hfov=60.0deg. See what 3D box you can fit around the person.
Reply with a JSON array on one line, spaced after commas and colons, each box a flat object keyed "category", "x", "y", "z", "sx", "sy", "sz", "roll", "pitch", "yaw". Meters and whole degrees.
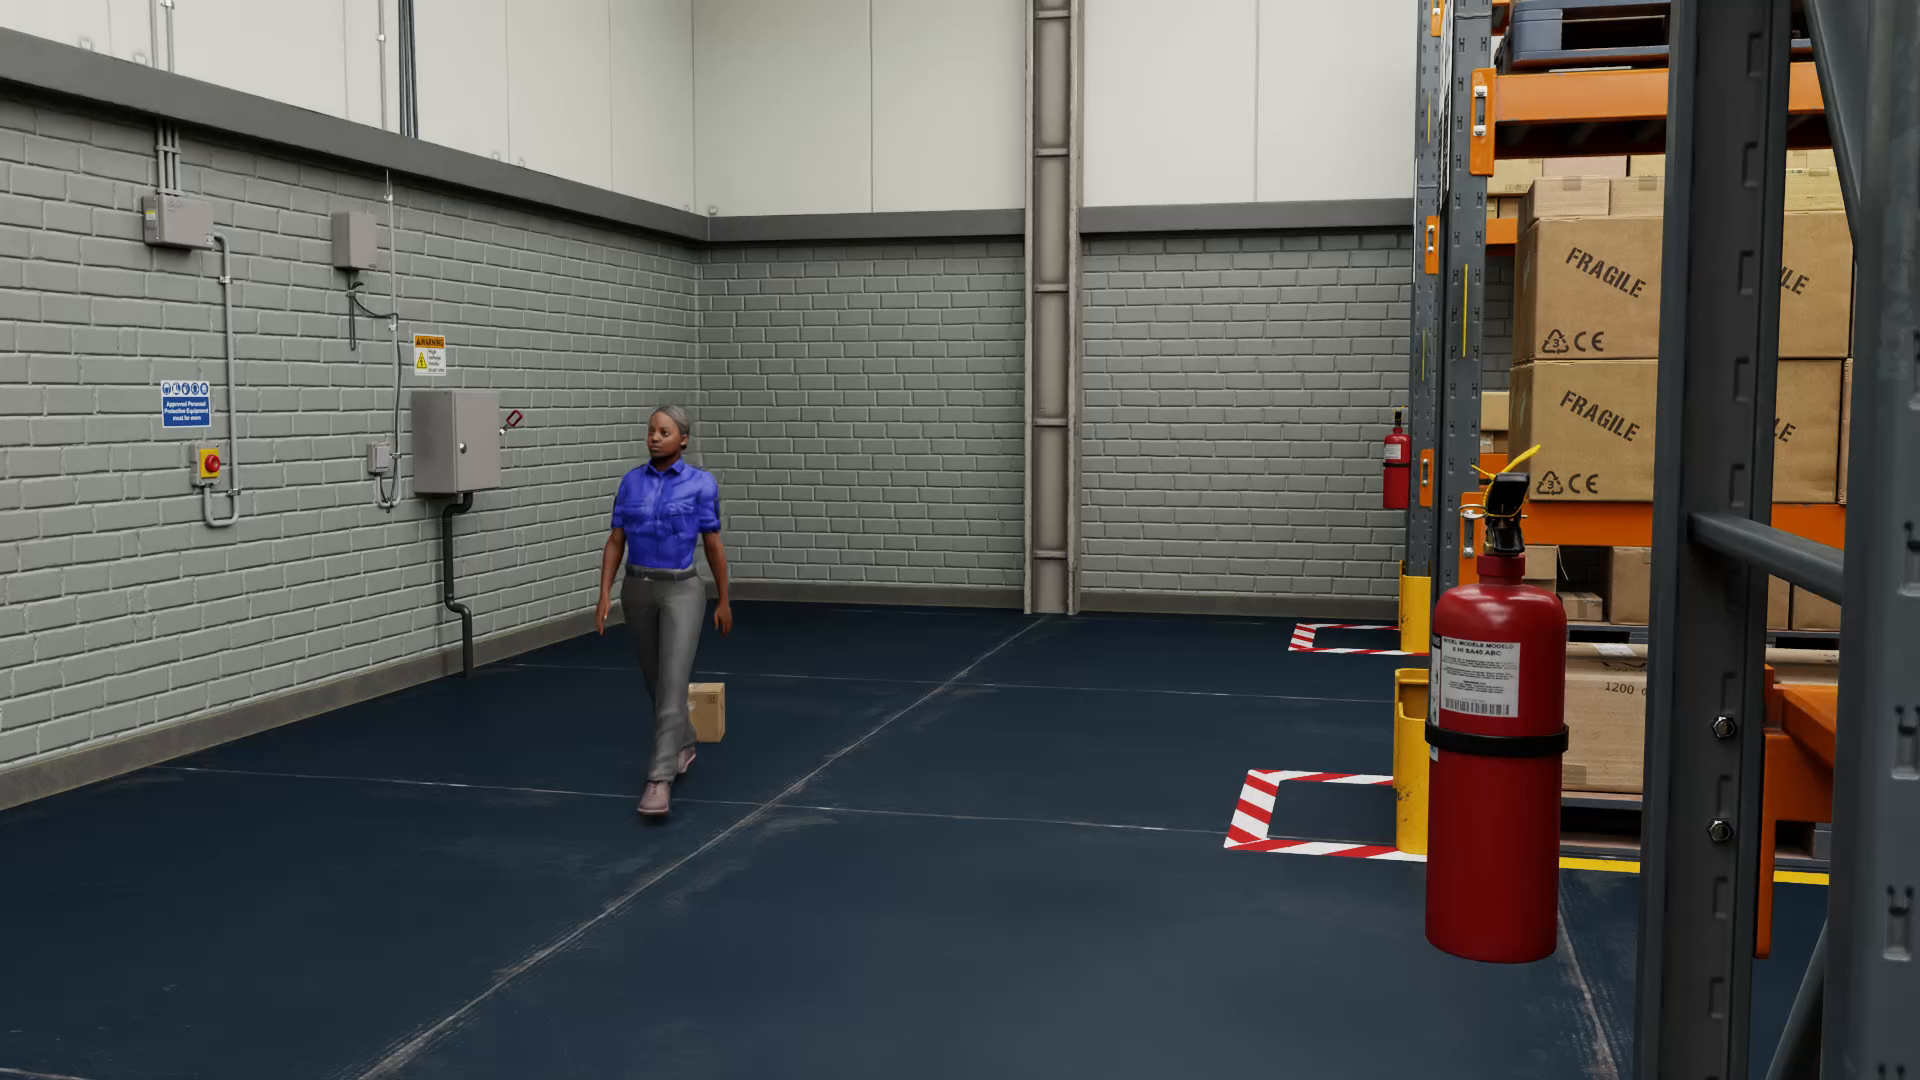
[{"category": "person", "x": -1.253, "y": 0.243, "z": 6.865, "sx": 0.482, "sy": 1.598, "sz": 0.964, "roll": 1, "pitch": 5, "yaw": 14}]
